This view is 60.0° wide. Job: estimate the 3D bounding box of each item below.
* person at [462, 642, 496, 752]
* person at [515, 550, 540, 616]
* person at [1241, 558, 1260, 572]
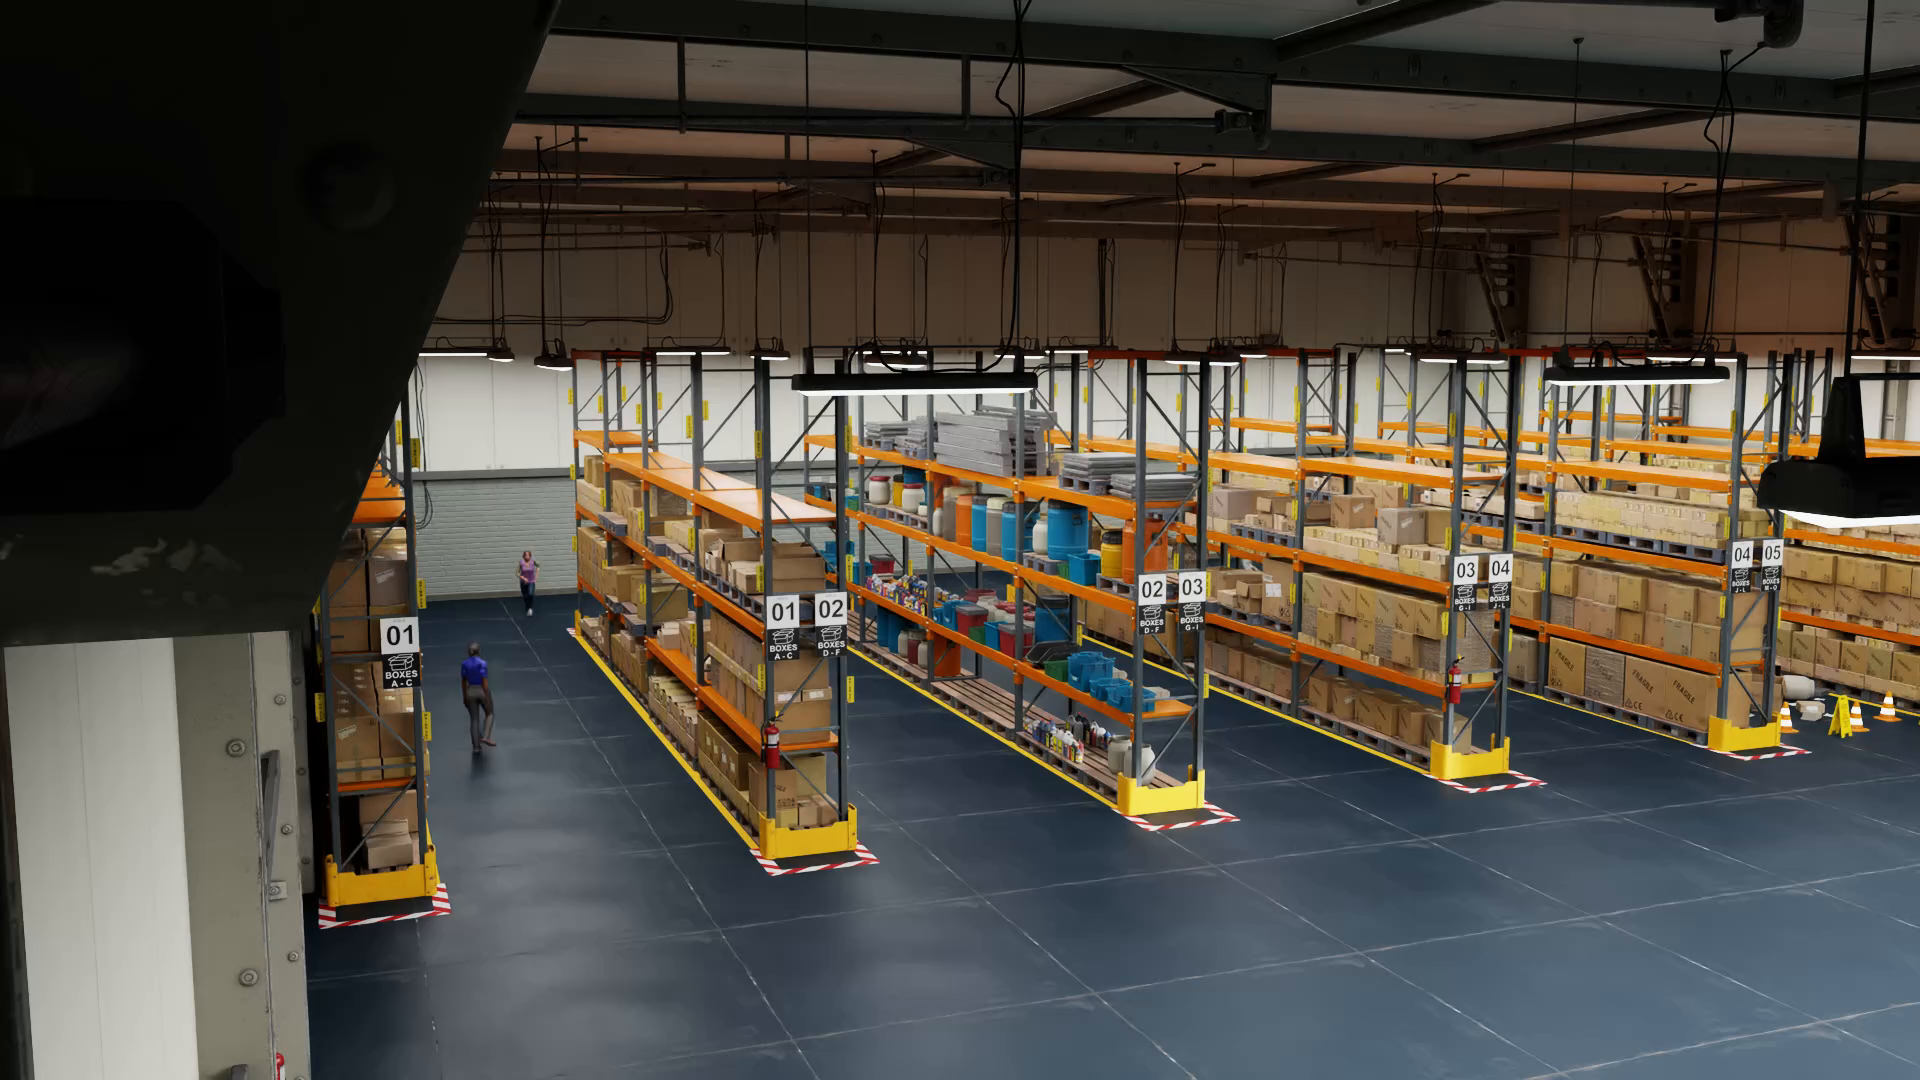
[{"bbox_3d":[-7.312,2.376,25.235,0.496,1.644,0.445,-1,7,-5],"label":"person"},{"bbox_3d":[-9.642,0.951,37.124,0.521,1.513,0.788,-1,7,-10],"label":"person"},{"bbox_3d":[7.312,0.225,41.922,0.685,1.780,0.558,-3,8,-22],"label":"person"}]
